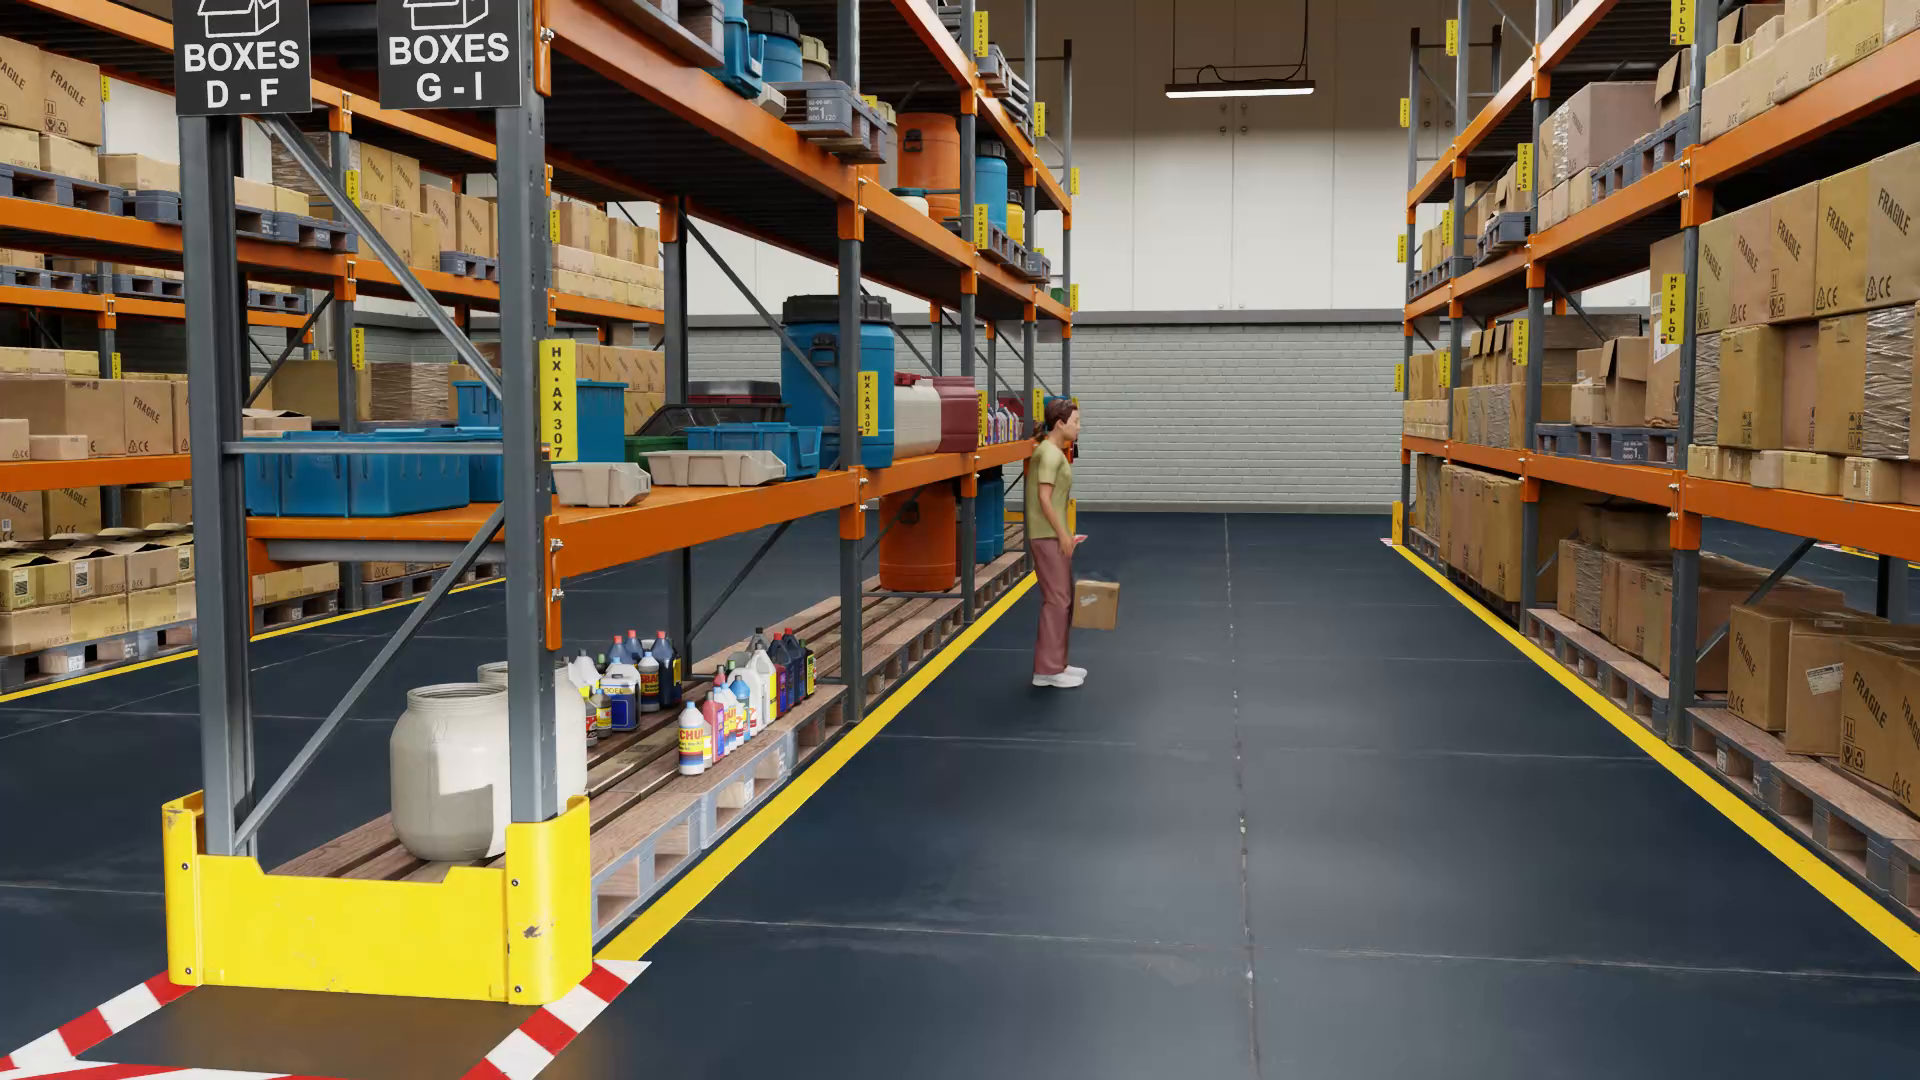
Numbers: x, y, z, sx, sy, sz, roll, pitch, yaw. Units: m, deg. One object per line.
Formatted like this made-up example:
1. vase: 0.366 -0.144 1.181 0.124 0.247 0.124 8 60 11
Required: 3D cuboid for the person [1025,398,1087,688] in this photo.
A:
1. person: 0.567 0.005 9.778 0.359 1.675 0.483 1 5 7
